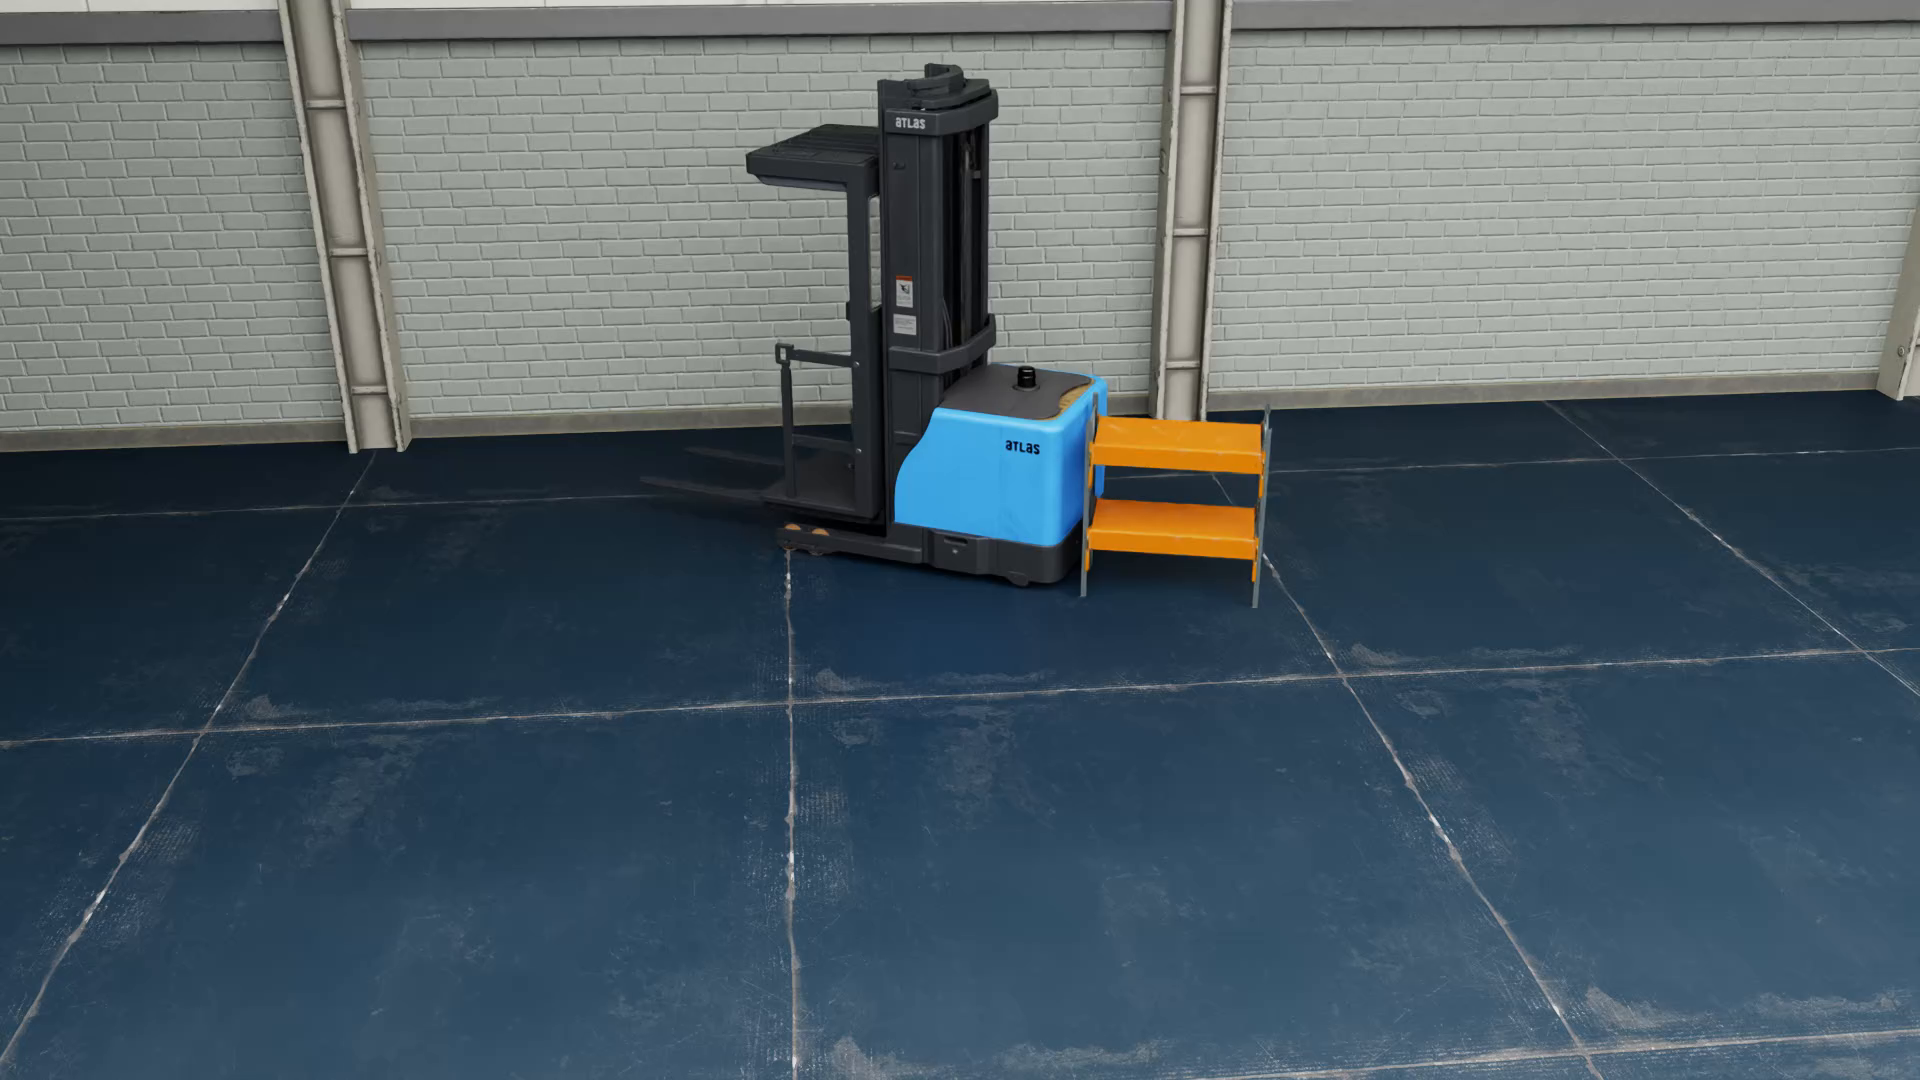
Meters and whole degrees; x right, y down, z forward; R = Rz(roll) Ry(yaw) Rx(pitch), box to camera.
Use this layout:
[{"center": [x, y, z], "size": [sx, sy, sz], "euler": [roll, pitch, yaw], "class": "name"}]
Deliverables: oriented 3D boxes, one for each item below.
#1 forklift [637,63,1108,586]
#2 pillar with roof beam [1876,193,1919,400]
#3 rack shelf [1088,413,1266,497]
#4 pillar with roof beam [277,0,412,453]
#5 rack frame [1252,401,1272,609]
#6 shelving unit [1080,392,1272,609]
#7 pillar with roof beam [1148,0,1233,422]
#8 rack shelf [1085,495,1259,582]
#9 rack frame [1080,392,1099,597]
[{"center": [-0.630, -1.428, 10.354], "size": [3.031, 2.935, 1.130], "euler": [9, 26, 20], "class": "forklift"}, {"center": [8.071, -3.557, 7.673], "size": [0.400, 9.000, 9.100], "euler": [-2, 24, -5], "class": "pillar with roof beam"}, {"center": [1.279, -0.506, 9.784], "size": [1.000, 0.278, 0.538], "euler": [4, 24, 8], "class": "rack shelf"}, {"center": [-3.871, -3.078, 6.595], "size": [0.400, 9.000, 9.100], "euler": [-2, 24, -5], "class": "pillar with roof beam"}, {"center": [1.781, -0.207, 9.831], "size": [0.032, 1.125, 0.500], "euler": [4, 24, 8], "class": "rack frame"}, {"center": [1.279, -0.239, 9.903], "size": [1.048, 1.125, 0.538], "euler": [4, 24, 8], "class": "shelving unit"}, {"center": [2.100, -3.317, 7.134], "size": [0.400, 9.000, 9.100], "euler": [-2, 24, -5], "class": "pillar with roof beam"}, {"center": [1.279, -0.016, 10.002], "size": [1.000, 0.278, 0.538], "euler": [4, 24, 8], "class": "rack shelf"}, {"center": [0.777, -0.271, 9.975], "size": [0.032, 1.125, 0.500], "euler": [4, 24, 8], "class": "rack frame"}]
